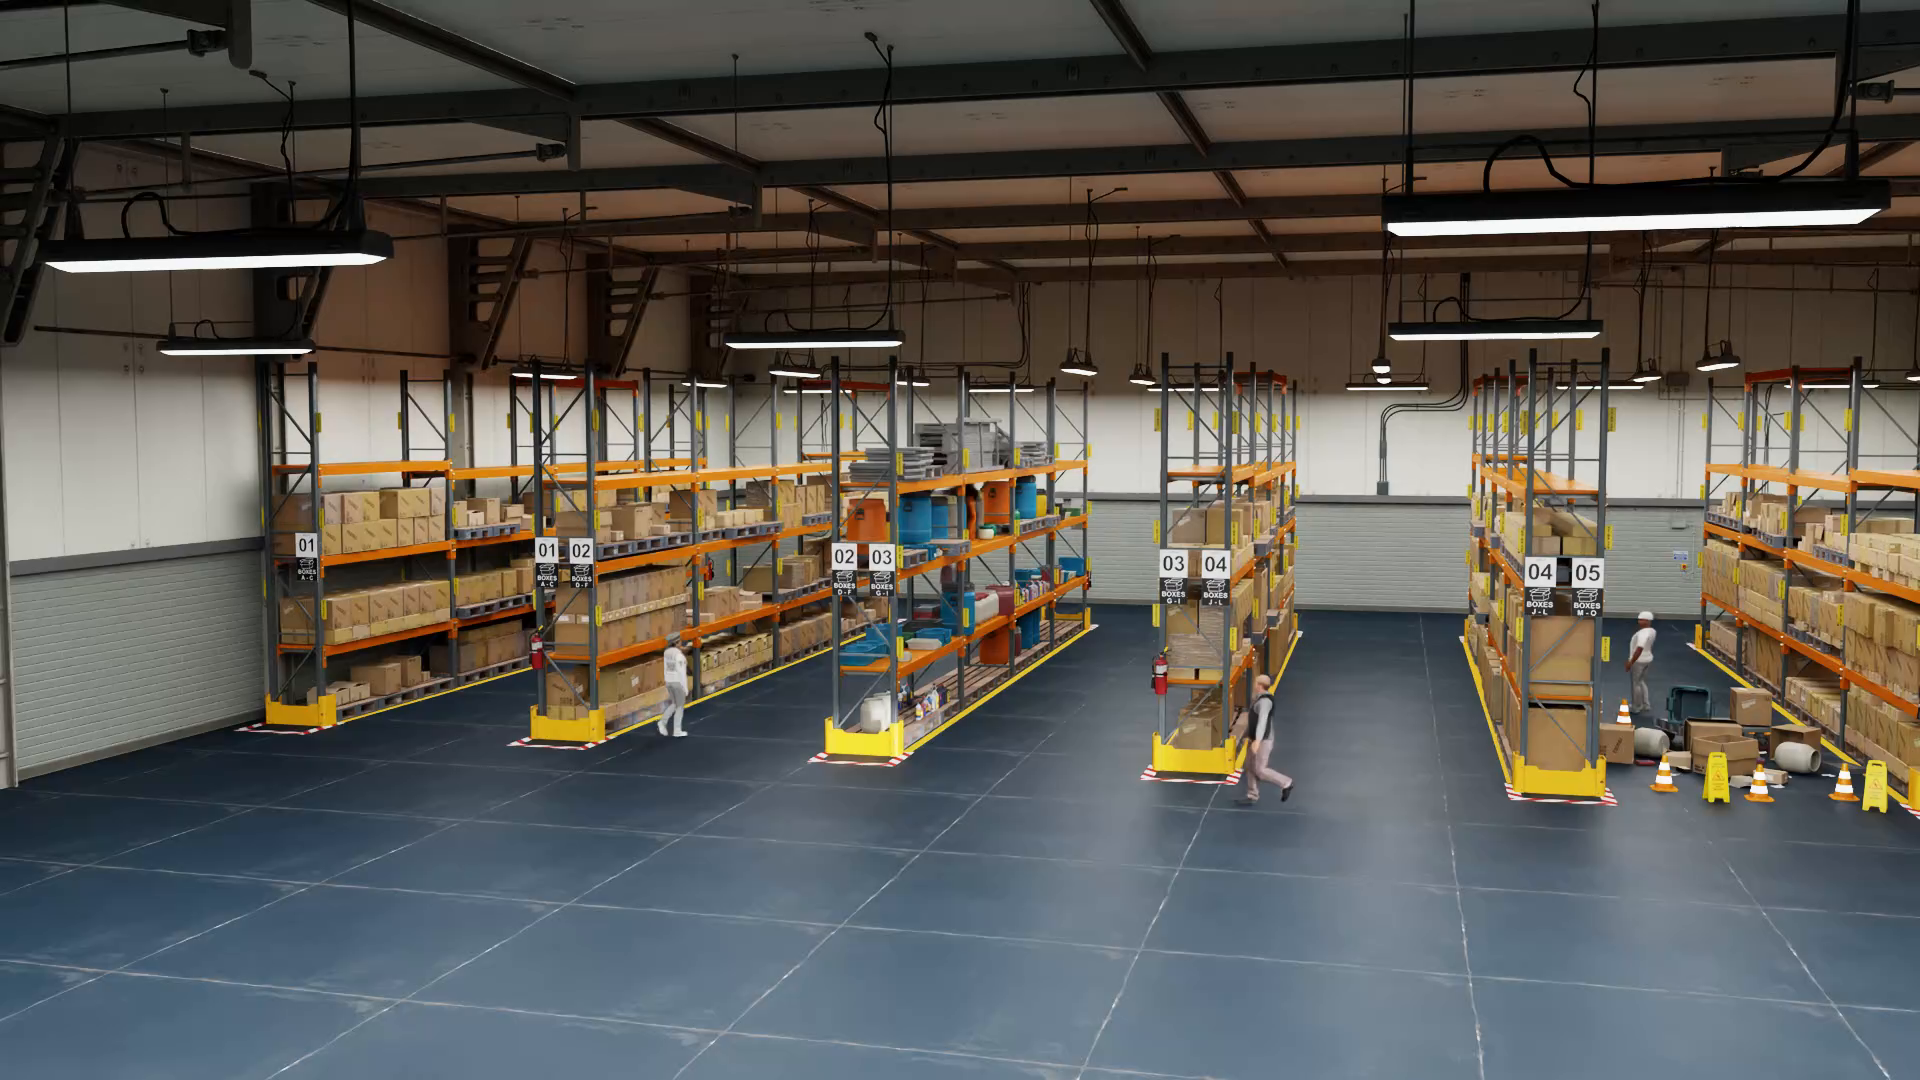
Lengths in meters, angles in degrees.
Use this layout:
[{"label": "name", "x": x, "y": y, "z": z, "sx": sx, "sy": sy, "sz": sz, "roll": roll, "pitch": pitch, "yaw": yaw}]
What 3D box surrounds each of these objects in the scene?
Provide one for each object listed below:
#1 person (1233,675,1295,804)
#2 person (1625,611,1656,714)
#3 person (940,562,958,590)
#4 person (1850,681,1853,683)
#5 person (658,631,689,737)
[{"label": "person", "x": 3.972, "y": 2.613, "z": 21.703, "sx": 0.741, "sy": 1.716, "sz": 0.501, "roll": 0, "pitch": 4, "yaw": -6}, {"label": "person", "x": 11.688, "y": 2.118, "z": 28.617, "sx": 0.629, "sy": 1.795, "sz": 0.516, "roll": -3, "pitch": 5, "yaw": -35}, {"label": "person", "x": -0.207, "y": 1.140, "z": 42.358, "sx": 0.610, "sy": 1.786, "sz": 0.555, "roll": -2, "pitch": 5, "yaw": -29}, {"label": "person", "x": 17.372, "y": 1.883, "z": 31.960, "sx": 0.424, "sy": 1.771, "sz": 0.593, "roll": 3, "pitch": 5, "yaw": 39}, {"label": "person", "x": -4.532, "y": 2.289, "z": 26.391, "sx": 0.495, "sy": 1.684, "sz": 0.454, "roll": 3, "pitch": 5, "yaw": 40}]
